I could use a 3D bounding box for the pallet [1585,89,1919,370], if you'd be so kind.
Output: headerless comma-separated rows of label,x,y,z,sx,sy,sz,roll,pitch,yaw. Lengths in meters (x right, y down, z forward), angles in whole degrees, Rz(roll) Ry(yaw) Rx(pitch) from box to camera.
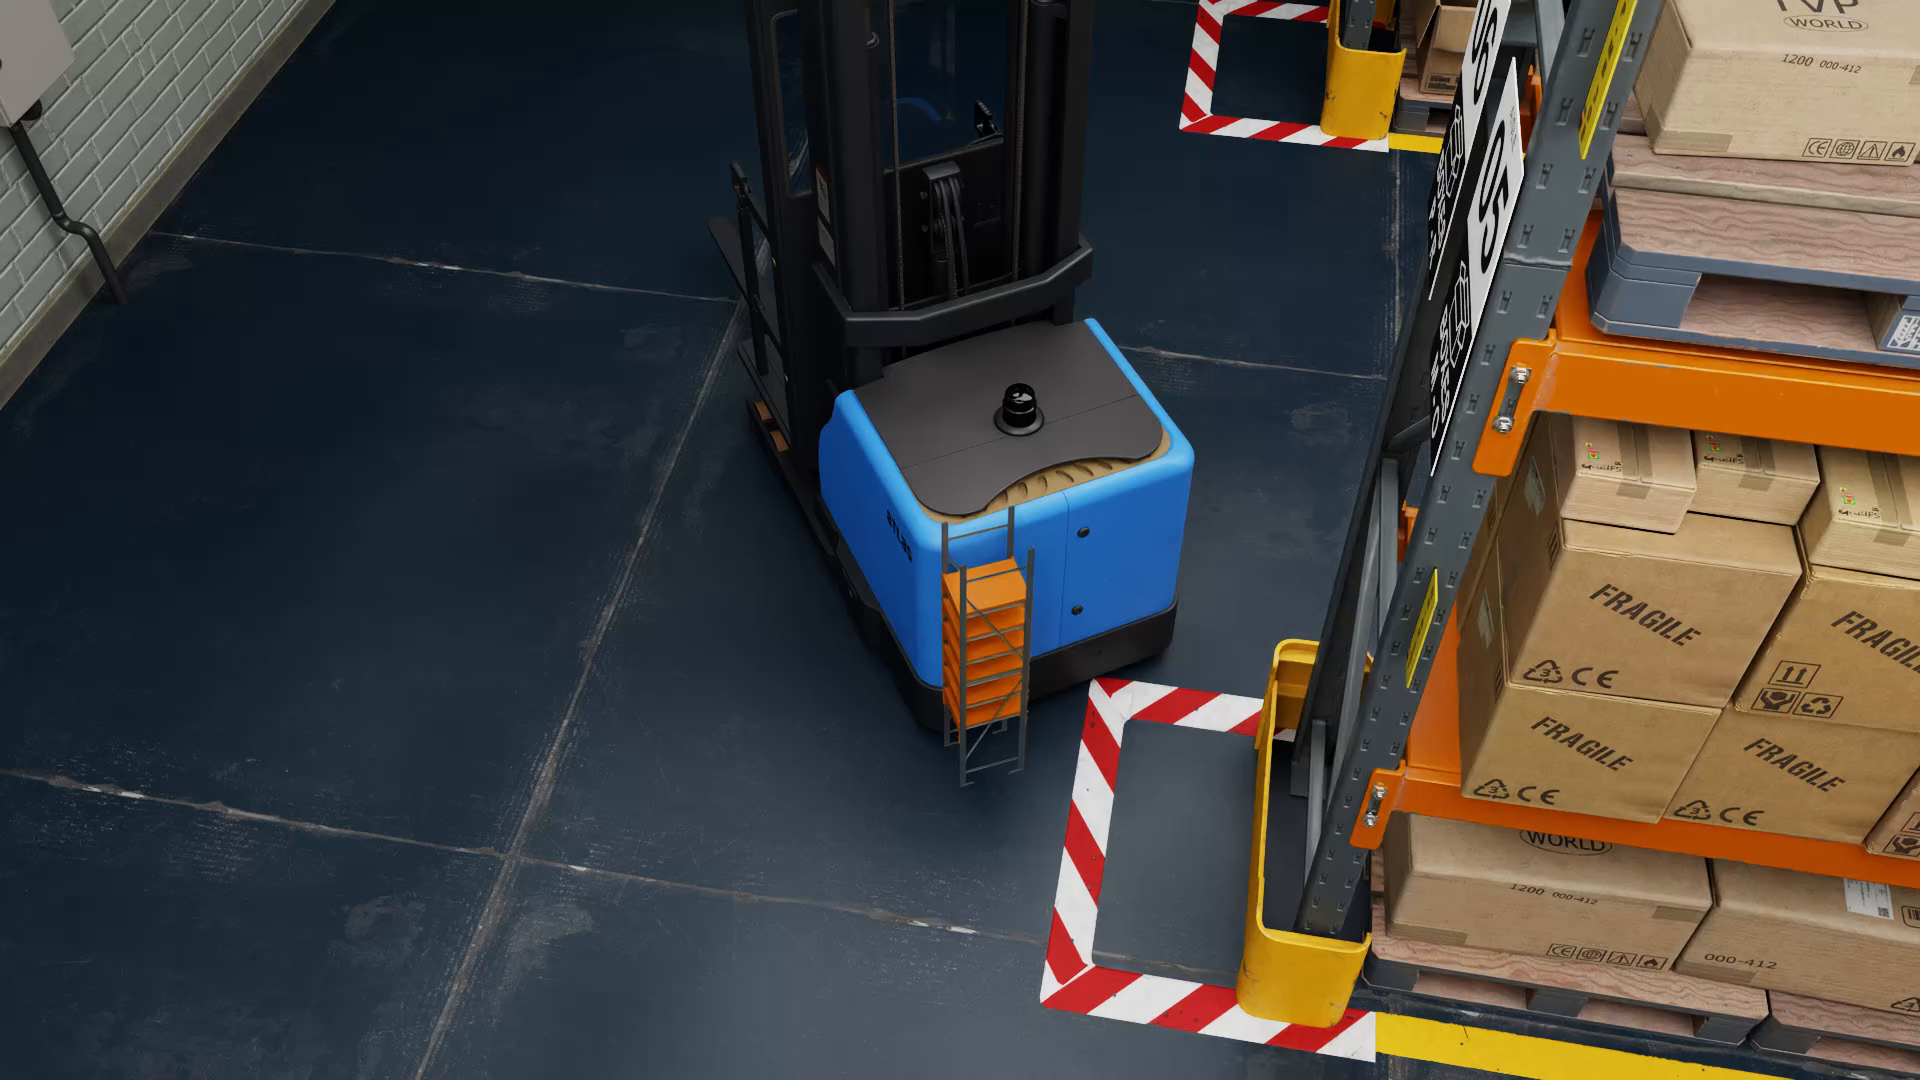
pallet,1.914,-0.763,3.434,1.213,0.211,1.003,8,49,7

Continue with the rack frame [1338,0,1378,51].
rack frame,2.061,-3.514,7.863,0.127,3.000,1.000,8,49,7

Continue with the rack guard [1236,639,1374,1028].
rack guard,1.158,0.952,5.531,0.348,0.500,1.175,8,49,7

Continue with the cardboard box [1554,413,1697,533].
cardboard box,1.482,-0.215,3.723,0.250,0.149,0.380,9,49,8

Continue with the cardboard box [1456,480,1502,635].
cardboard box,1.704,-0.044,4.678,0.500,0.500,0.500,8,49,7

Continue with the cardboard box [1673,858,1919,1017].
cardboard box,2.751,0.964,5.279,0.875,0.438,0.875,9,49,8

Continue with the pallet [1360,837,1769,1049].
pallet,1.983,1.100,5.592,1.213,0.211,1.003,8,49,7

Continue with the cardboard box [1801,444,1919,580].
cardboard box,1.988,-0.114,3.633,0.250,0.149,0.380,9,49,8

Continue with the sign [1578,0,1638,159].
sign,1.077,-0.796,2.763,0.005,0.325,0.100,8,49,7

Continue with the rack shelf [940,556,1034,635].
rack shelf,0.086,0.176,5.333,0.258,0.103,0.180,-14,49,-12

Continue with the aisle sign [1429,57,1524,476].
aisle sign,1.059,-0.547,3.449,0.004,0.787,0.394,8,49,7

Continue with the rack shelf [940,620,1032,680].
rack shelf,0.086,0.336,5.512,0.258,0.103,0.180,-14,49,-12

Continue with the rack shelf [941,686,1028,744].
rack shelf,0.086,0.577,5.779,0.258,0.103,0.180,-14,49,-12

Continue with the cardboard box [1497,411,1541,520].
cardboard box,1.699,-0.359,4.288,0.500,0.500,0.500,9,49,8

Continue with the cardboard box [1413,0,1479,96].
cardboard box,2.646,-2.670,8.501,0.637,0.503,0.797,6,48,5

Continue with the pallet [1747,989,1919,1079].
pallet,3.180,1.263,5.445,1.213,0.211,1.003,8,49,7

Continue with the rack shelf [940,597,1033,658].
rack shelf,0.086,0.256,5.422,0.258,0.103,0.180,-14,49,-12

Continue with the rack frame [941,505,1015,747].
rack frame,0.057,0.322,5.626,0.240,1.200,0.006,-14,49,-12

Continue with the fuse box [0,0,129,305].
fuse box,-3.854,-1.697,7.097,0.414,1.711,0.539,8,49,7

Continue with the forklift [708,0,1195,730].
forklift,-0.255,-1.406,6.015,1.130,2.935,3.031,-18,51,-16

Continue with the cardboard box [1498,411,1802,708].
cardboard box,1.604,0.024,3.945,0.500,0.500,0.500,7,48,6

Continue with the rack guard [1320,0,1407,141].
rack guard,2.136,-2.669,8.784,0.348,0.500,1.175,8,49,7

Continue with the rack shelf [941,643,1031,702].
rack shelf,0.086,0.416,5.601,0.258,0.103,0.180,-14,49,-12

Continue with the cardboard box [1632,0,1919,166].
cardboard box,1.641,-1.013,3.350,0.500,0.250,0.500,4,48,3

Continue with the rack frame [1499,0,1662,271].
rack frame,1.182,-1.886,2.367,0.127,3.000,1.000,8,49,7

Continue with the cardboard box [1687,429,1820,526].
cardboard box,1.753,-0.233,3.739,0.250,0.149,0.380,9,49,8

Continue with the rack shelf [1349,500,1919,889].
rack shelf,3.150,0.624,4.628,4.000,0.370,1.077,8,49,7

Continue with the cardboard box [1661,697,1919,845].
cardboard box,2.106,0.406,4.273,0.500,0.500,0.500,7,48,6

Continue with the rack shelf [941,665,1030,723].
rack shelf,0.086,0.497,5.690,0.258,0.103,0.180,-14,49,-12

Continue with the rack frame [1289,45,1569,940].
rack frame,1.182,0.119,4.598,0.127,3.000,1.000,8,49,7

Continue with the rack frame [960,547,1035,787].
rack frame,0.114,0.451,5.510,0.240,1.200,0.006,-14,49,-12

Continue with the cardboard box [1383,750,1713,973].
cardboard box,1.849,0.850,5.382,0.875,0.438,0.875,6,48,6

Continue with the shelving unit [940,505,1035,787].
shelving unit,0.086,0.387,5.568,0.258,1.200,0.189,-14,49,-12

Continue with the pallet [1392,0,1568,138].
pallet,2.920,-2.467,8.797,1.213,0.211,1.003,8,49,7

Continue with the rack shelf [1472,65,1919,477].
rack shelf,3.150,-0.378,3.512,4.000,0.370,1.077,8,49,7

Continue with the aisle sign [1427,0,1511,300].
aisle sign,1.166,-0.986,3.844,0.004,0.787,0.394,8,49,7

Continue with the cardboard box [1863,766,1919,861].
cardboard box,2.603,0.487,4.201,0.500,0.500,0.500,7,48,7

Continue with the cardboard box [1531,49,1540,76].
cardboard box,3.057,-2.467,8.556,0.250,0.149,0.380,6,48,5

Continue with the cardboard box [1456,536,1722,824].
cardboard box,1.603,0.360,4.315,0.500,0.500,0.500,7,48,7

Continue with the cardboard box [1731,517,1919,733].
cardboard box,2.113,0.087,3.888,0.500,0.500,0.500,6,48,6

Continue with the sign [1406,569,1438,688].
sign,1.077,0.209,3.882,0.005,0.325,0.100,8,49,7
